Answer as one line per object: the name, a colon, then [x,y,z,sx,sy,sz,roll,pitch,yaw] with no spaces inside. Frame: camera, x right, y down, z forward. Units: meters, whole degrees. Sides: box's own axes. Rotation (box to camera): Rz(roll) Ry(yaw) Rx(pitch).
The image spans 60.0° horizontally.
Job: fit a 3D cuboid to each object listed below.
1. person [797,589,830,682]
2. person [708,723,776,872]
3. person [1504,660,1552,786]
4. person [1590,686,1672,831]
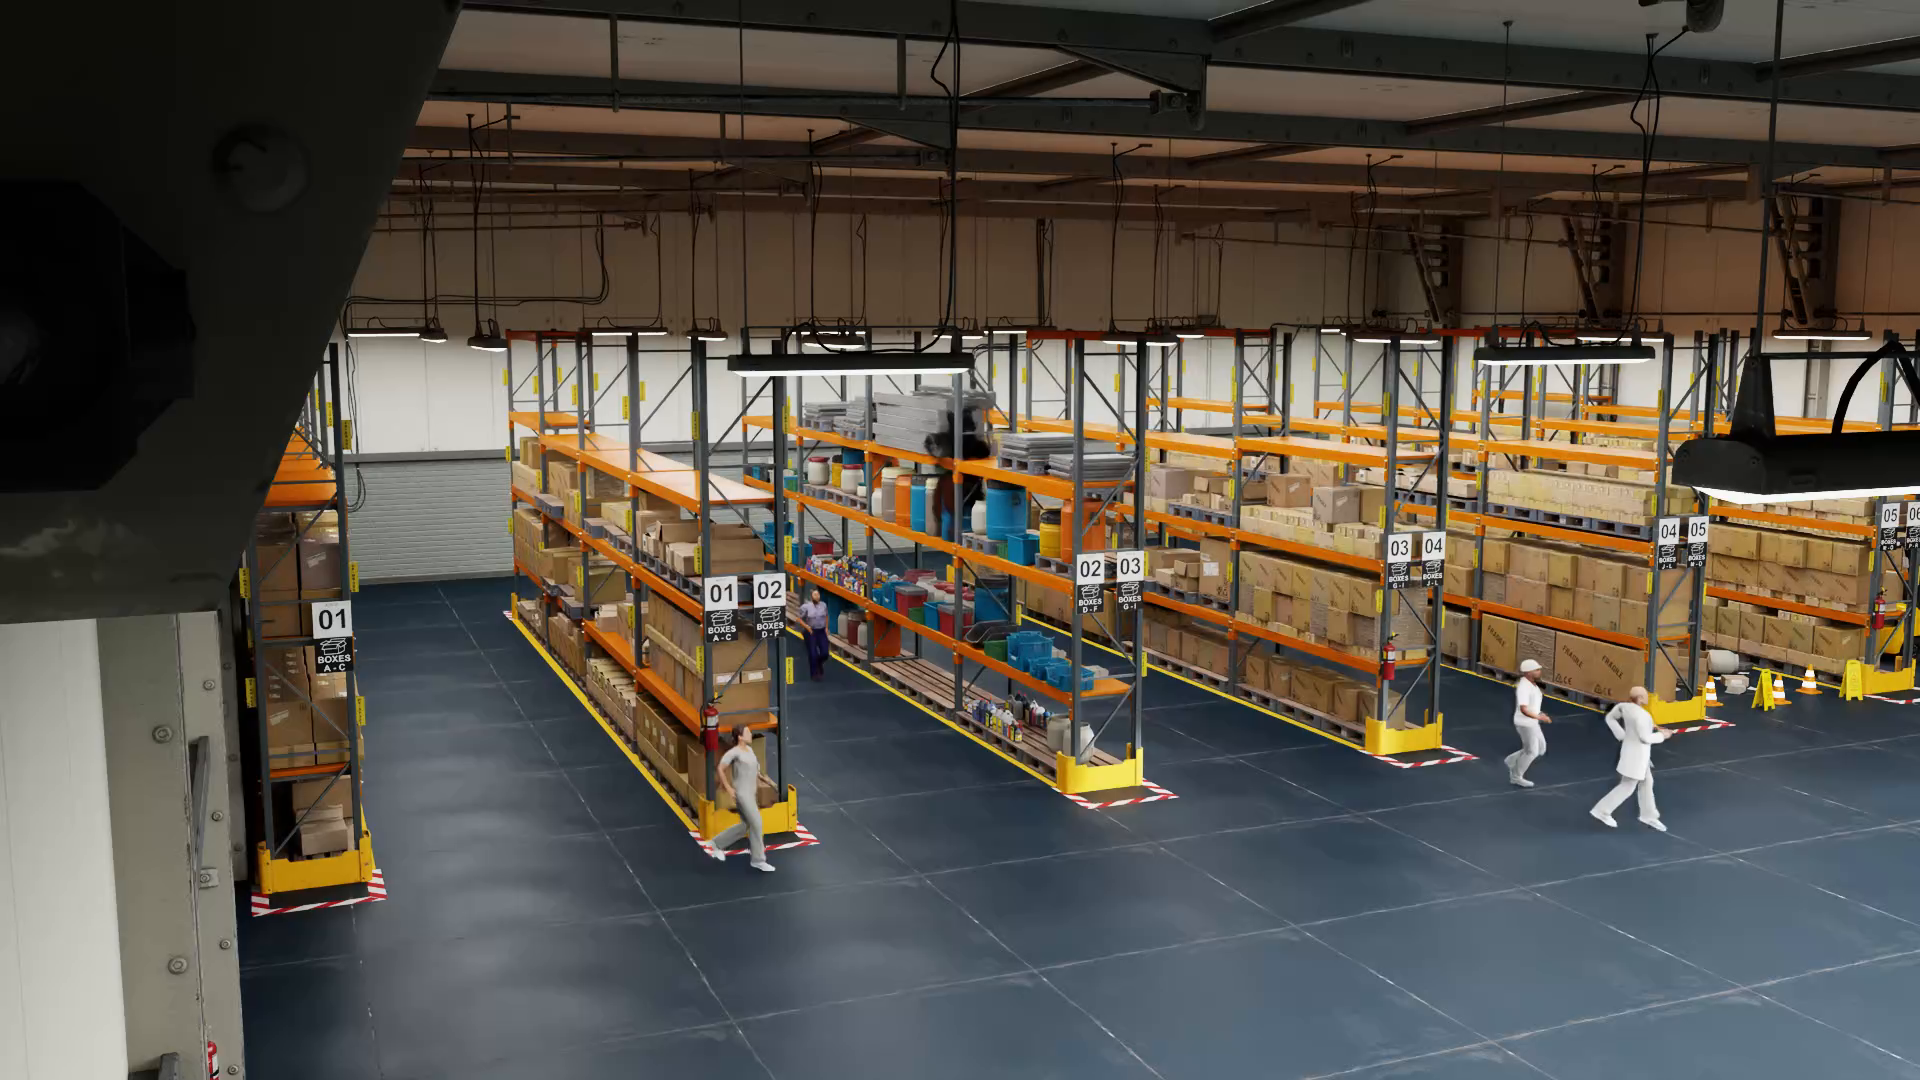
person: [-2.508,1.638,28.754,0.609,1.614,0.527,-3,8,-23]
person: [-2.475,2.943,19.097,0.837,1.638,0.596,2,8,17]
person: [7.636,2.444,22.329,0.599,1.718,0.732,3,8,23]
person: [8.231,2.686,20.346,0.966,1.831,0.697,1,8,6]
